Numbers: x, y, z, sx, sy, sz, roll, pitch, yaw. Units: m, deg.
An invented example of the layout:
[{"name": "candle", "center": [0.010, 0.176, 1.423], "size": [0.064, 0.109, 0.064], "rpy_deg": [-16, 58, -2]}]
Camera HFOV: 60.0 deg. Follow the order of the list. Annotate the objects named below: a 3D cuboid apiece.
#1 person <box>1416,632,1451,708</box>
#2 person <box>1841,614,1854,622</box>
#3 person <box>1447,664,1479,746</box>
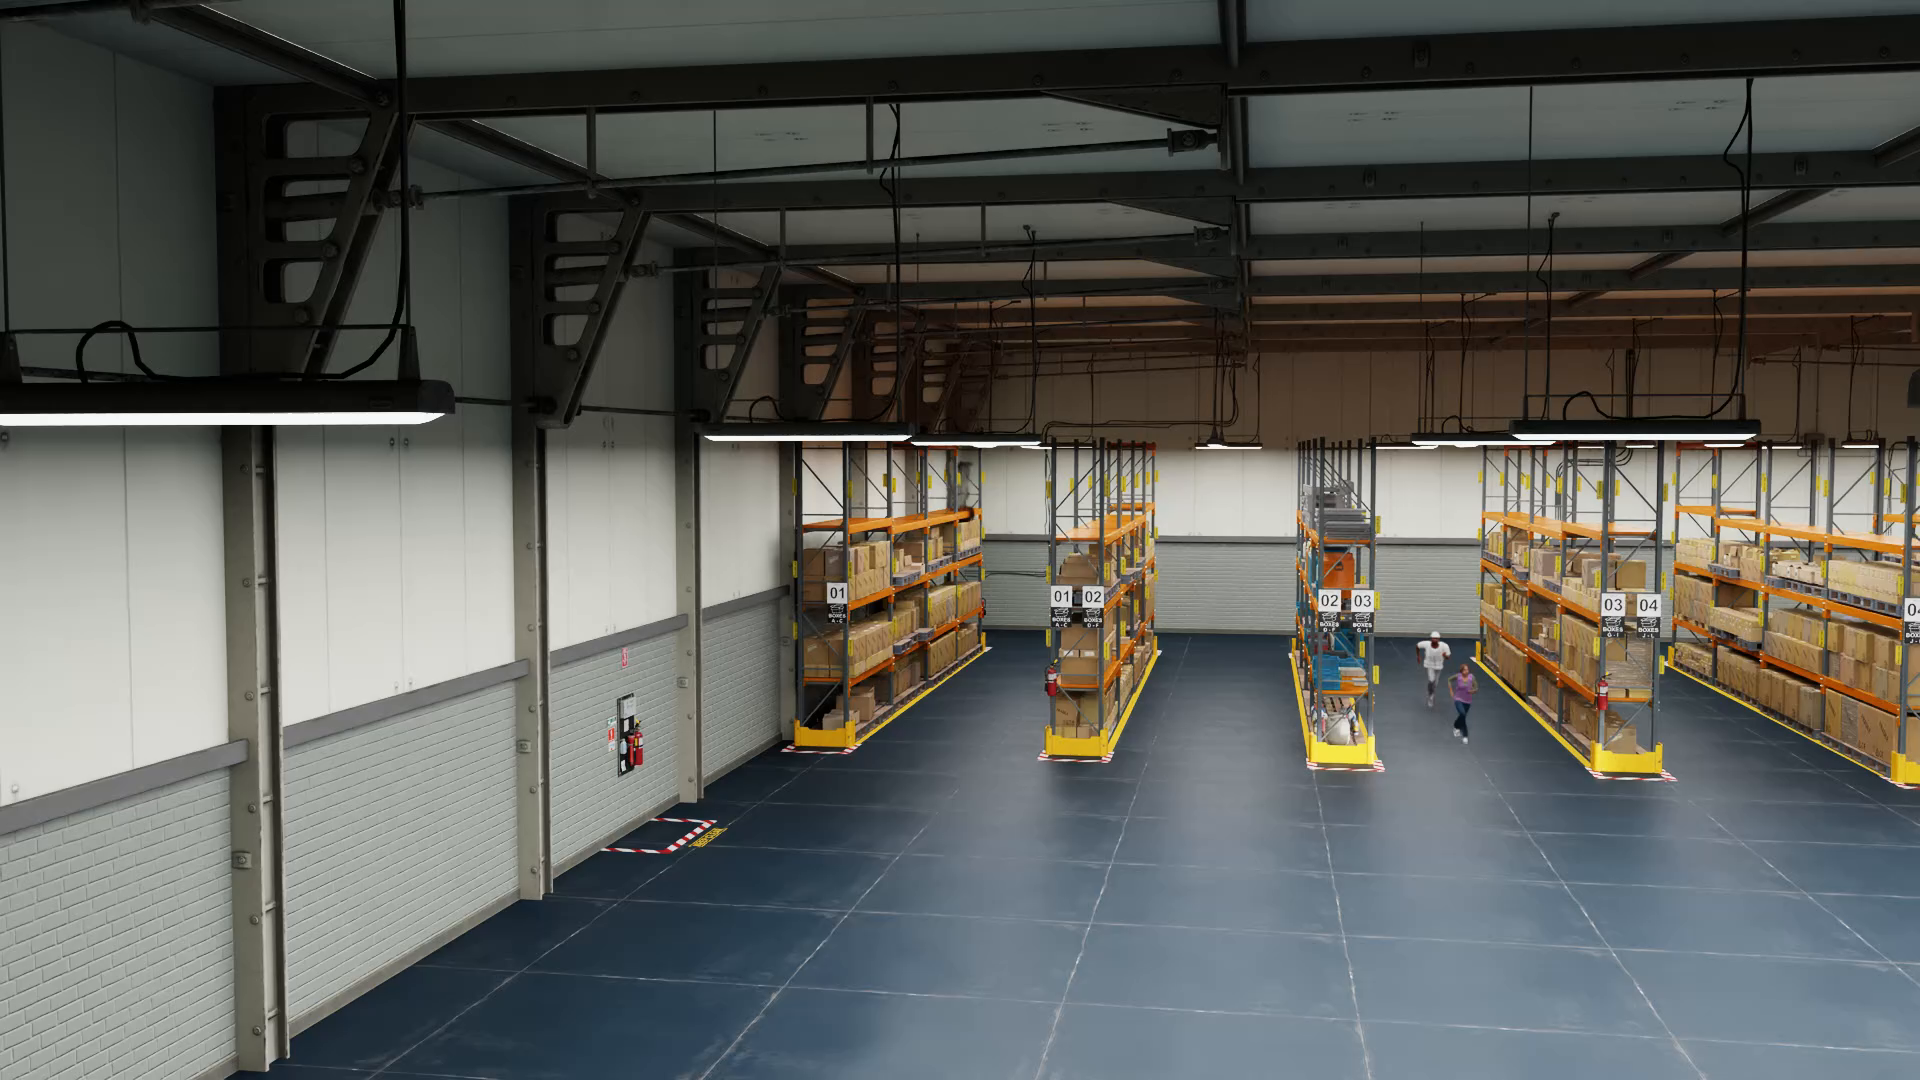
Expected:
[{"name": "person", "center": [10.595, 2.889, 37.246], "size": [0.683, 1.717, 0.919], "rpy_deg": [0, 3, 1]}, {"name": "person", "center": [24.072, 2.549, 45.165], "size": [0.610, 1.577, 0.654], "rpy_deg": [1, 3, 18]}, {"name": "person", "center": [9.895, 3.206, 32.791], "size": [0.537, 1.596, 0.901], "rpy_deg": [0, 3, -2]}]
